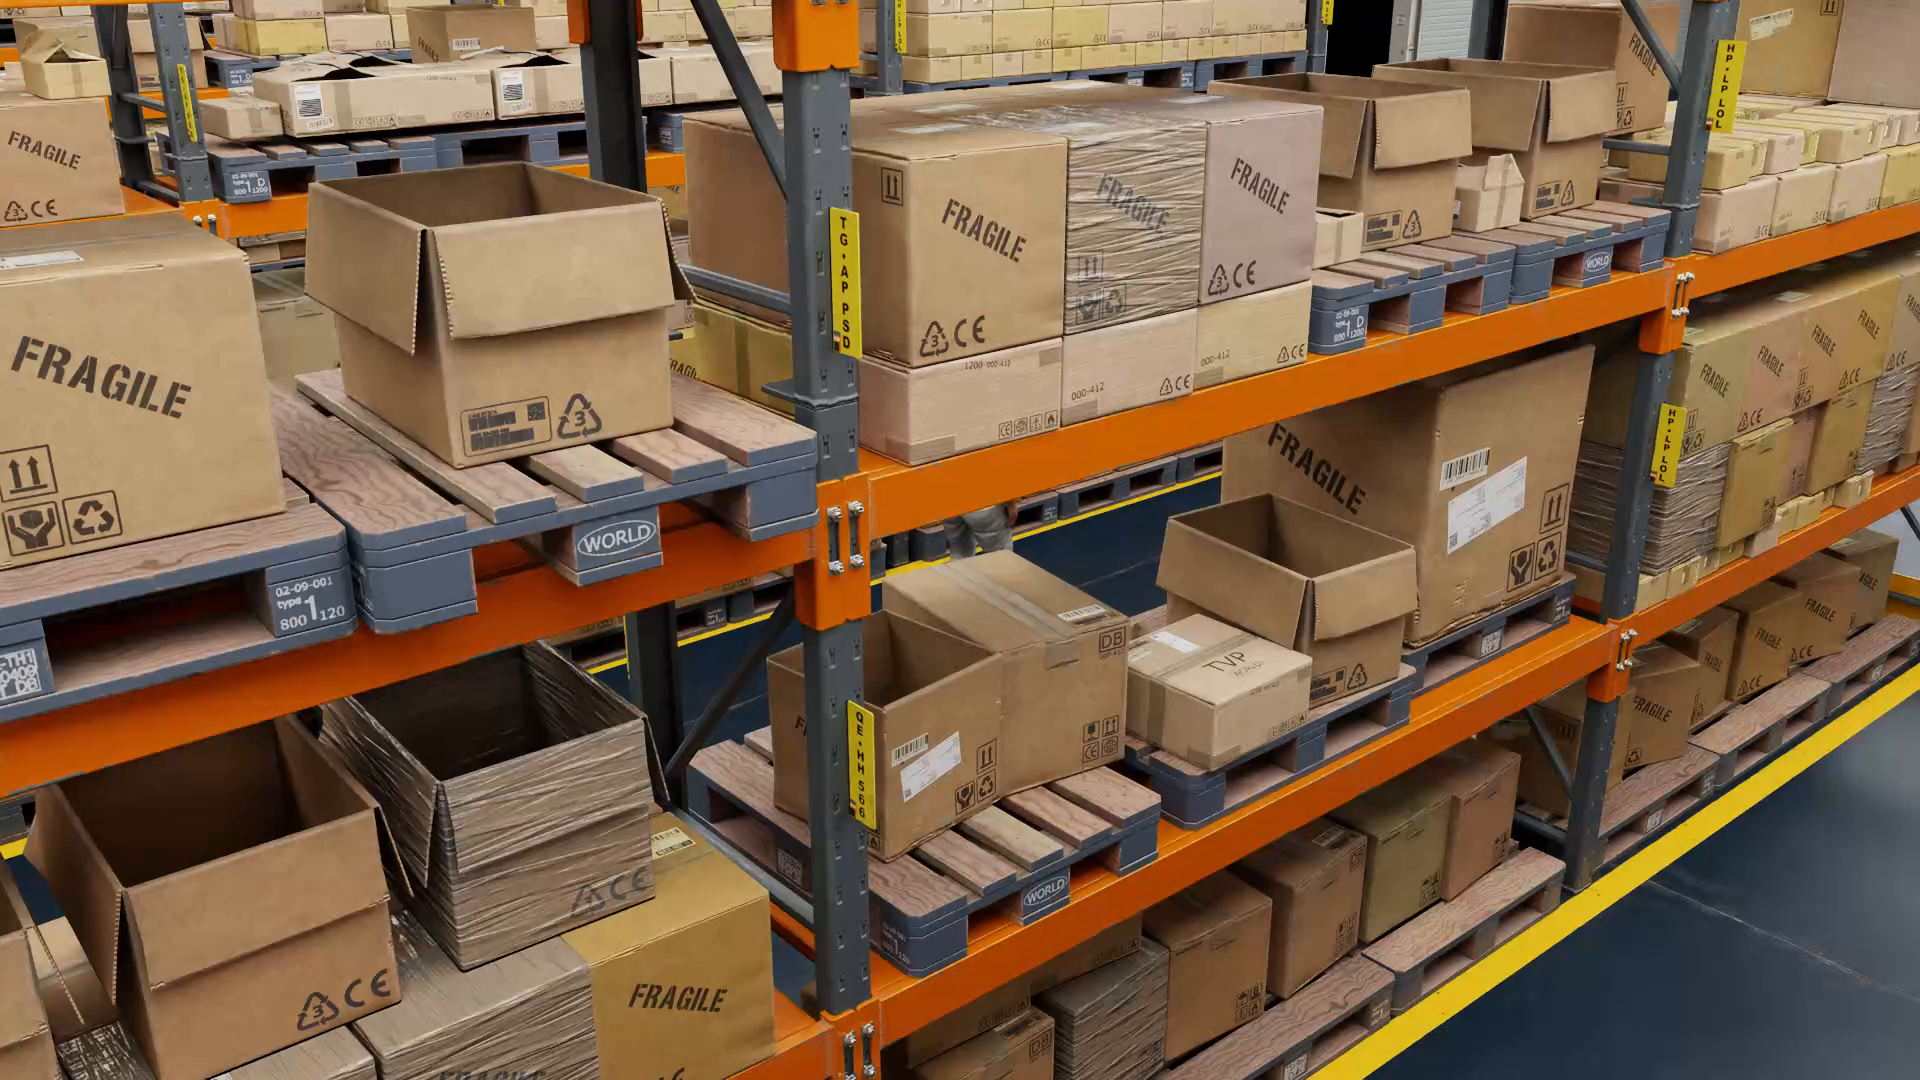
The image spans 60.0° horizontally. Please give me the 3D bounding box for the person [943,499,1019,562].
[{"bbox_3d":[0.116,-0.229,9.667,0.539,1.666,0.465,16,27,36],"label":"person"}]
